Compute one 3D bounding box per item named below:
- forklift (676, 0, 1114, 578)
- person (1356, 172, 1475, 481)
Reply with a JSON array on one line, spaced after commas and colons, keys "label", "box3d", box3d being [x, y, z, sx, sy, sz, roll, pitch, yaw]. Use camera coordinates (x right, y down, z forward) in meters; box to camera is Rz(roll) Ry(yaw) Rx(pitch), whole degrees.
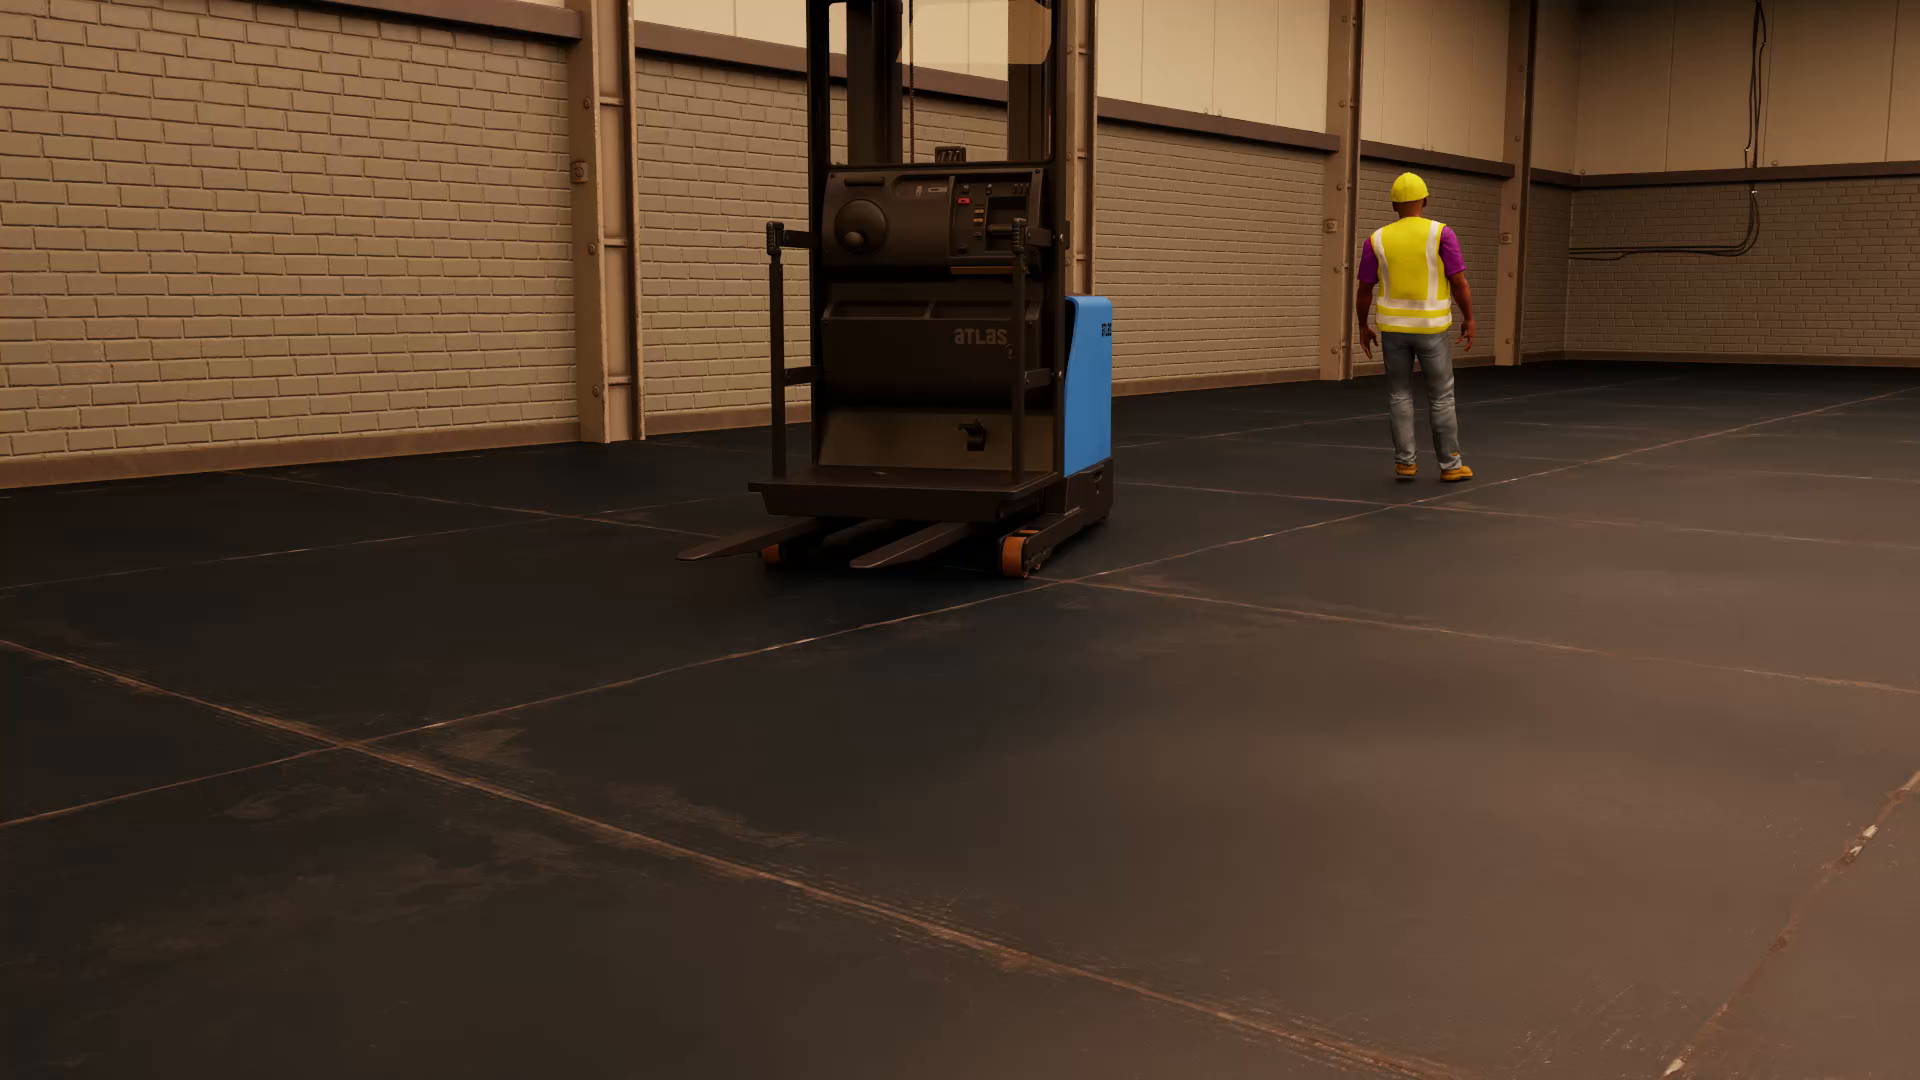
[{"label": "forklift", "box3d": [-0.176, -1.366, 6.616, 1.130, 2.935, 3.031, 3, 9, 17]}, {"label": "person", "box3d": [2.658, -1.233, 9.680, 0.665, 1.762, 0.589, 4, 9, 26]}]
